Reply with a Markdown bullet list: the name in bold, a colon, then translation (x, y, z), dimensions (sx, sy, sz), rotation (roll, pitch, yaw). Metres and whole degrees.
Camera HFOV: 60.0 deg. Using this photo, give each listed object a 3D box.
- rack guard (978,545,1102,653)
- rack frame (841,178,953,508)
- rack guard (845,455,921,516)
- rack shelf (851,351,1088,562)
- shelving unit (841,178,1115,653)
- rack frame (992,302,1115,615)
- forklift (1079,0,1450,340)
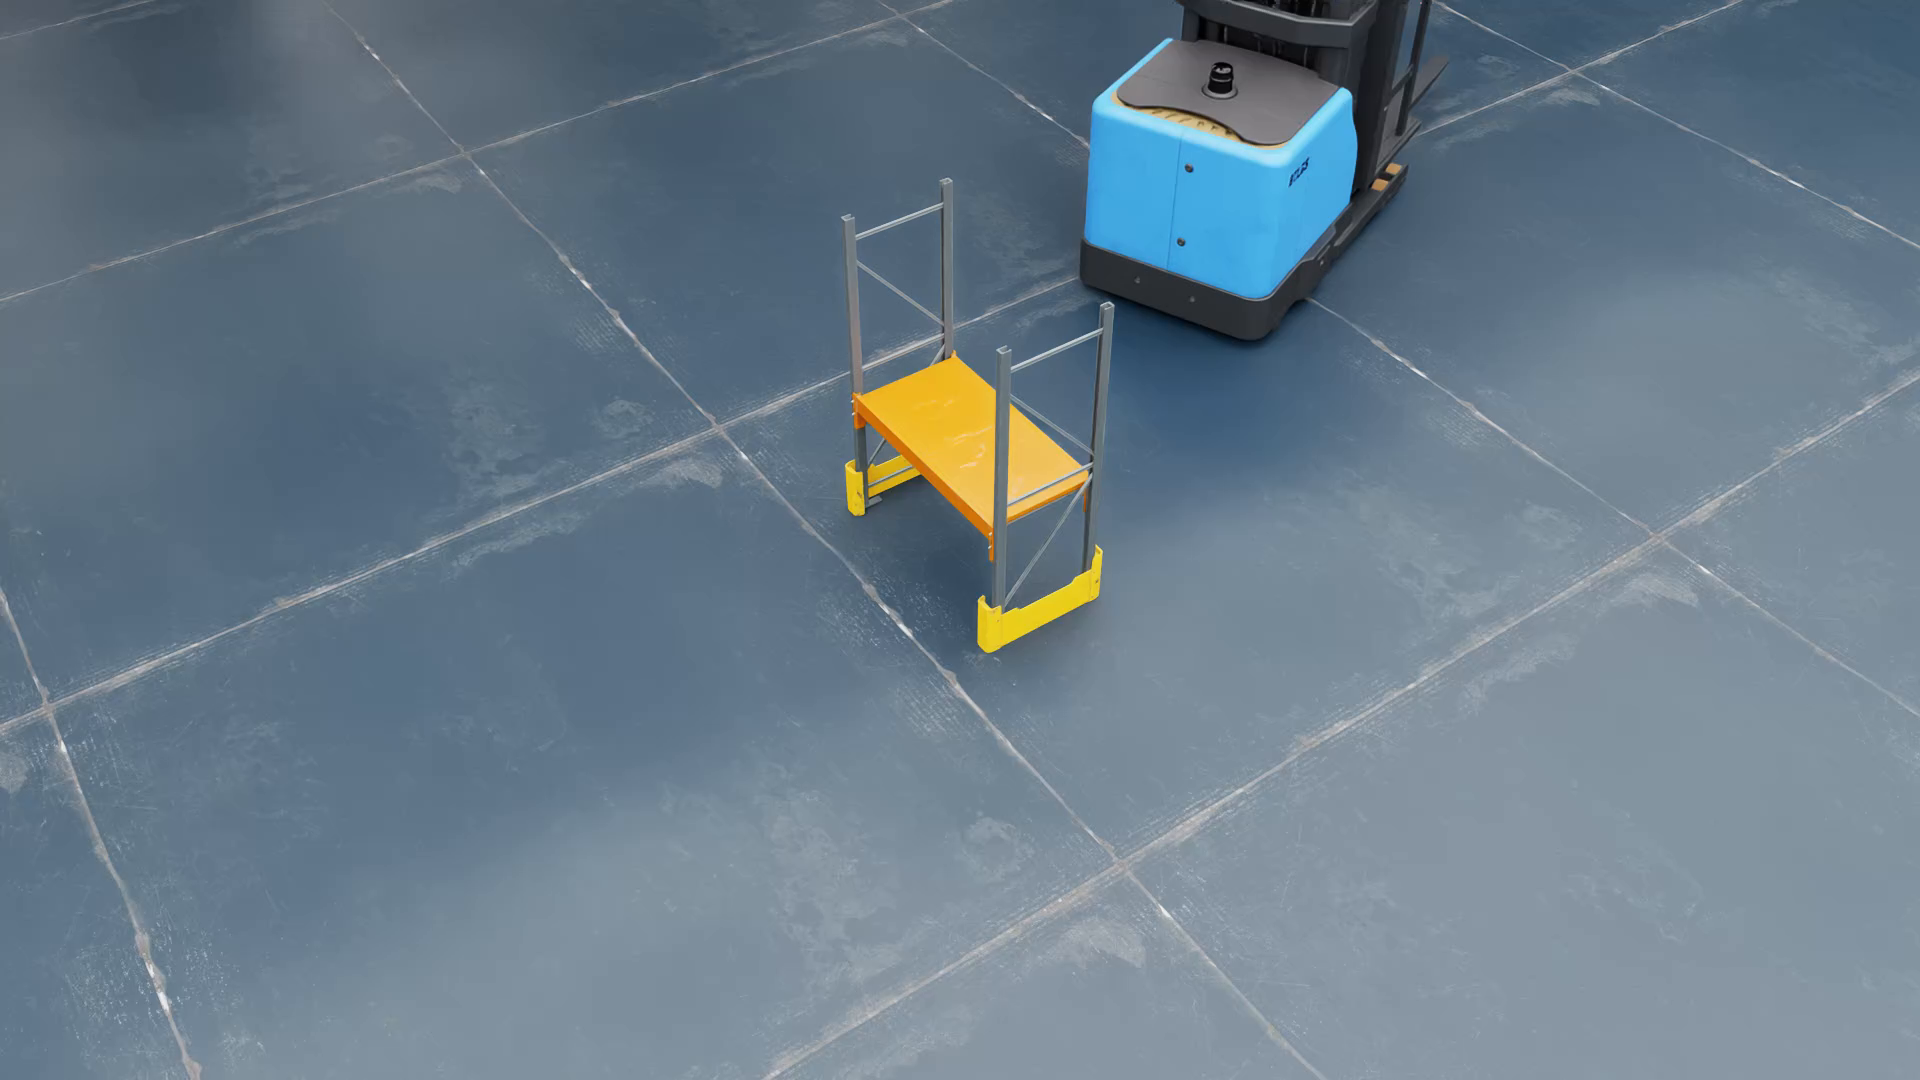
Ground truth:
- **rack guard**: translation (0.328, 0.235, 6.814), dimensions (0.587, 0.250, 0.087), rotation (-26, 49, -24)
- **rack frame**: translation (-0.242, -0.782, 6.974), dimensions (0.500, 1.500, 0.032), rotation (-26, 49, -24)
- **rack guard**: translation (-0.241, -0.329, 7.405), dimensions (0.587, 0.250, 0.087), rotation (-26, 49, -24)
- **rack shelf**: translation (0.049, -0.364, 6.797), dimensions (0.538, 0.185, 1.000), rotation (-26, 49, -24)
- **shelving unit**: translation (0.044, -0.499, 6.678), dimensions (0.587, 1.500, 1.083), rotation (-26, 49, -24)
- **rack frame**: translation (0.340, -0.206, 6.371), dimensions (0.500, 1.500, 0.032), rotation (-26, 49, -24)
- **forklift**: translation (1.831, -3.036, 8.299), dimensions (1.130, 2.935, 3.031), rotation (24, 49, 23)
